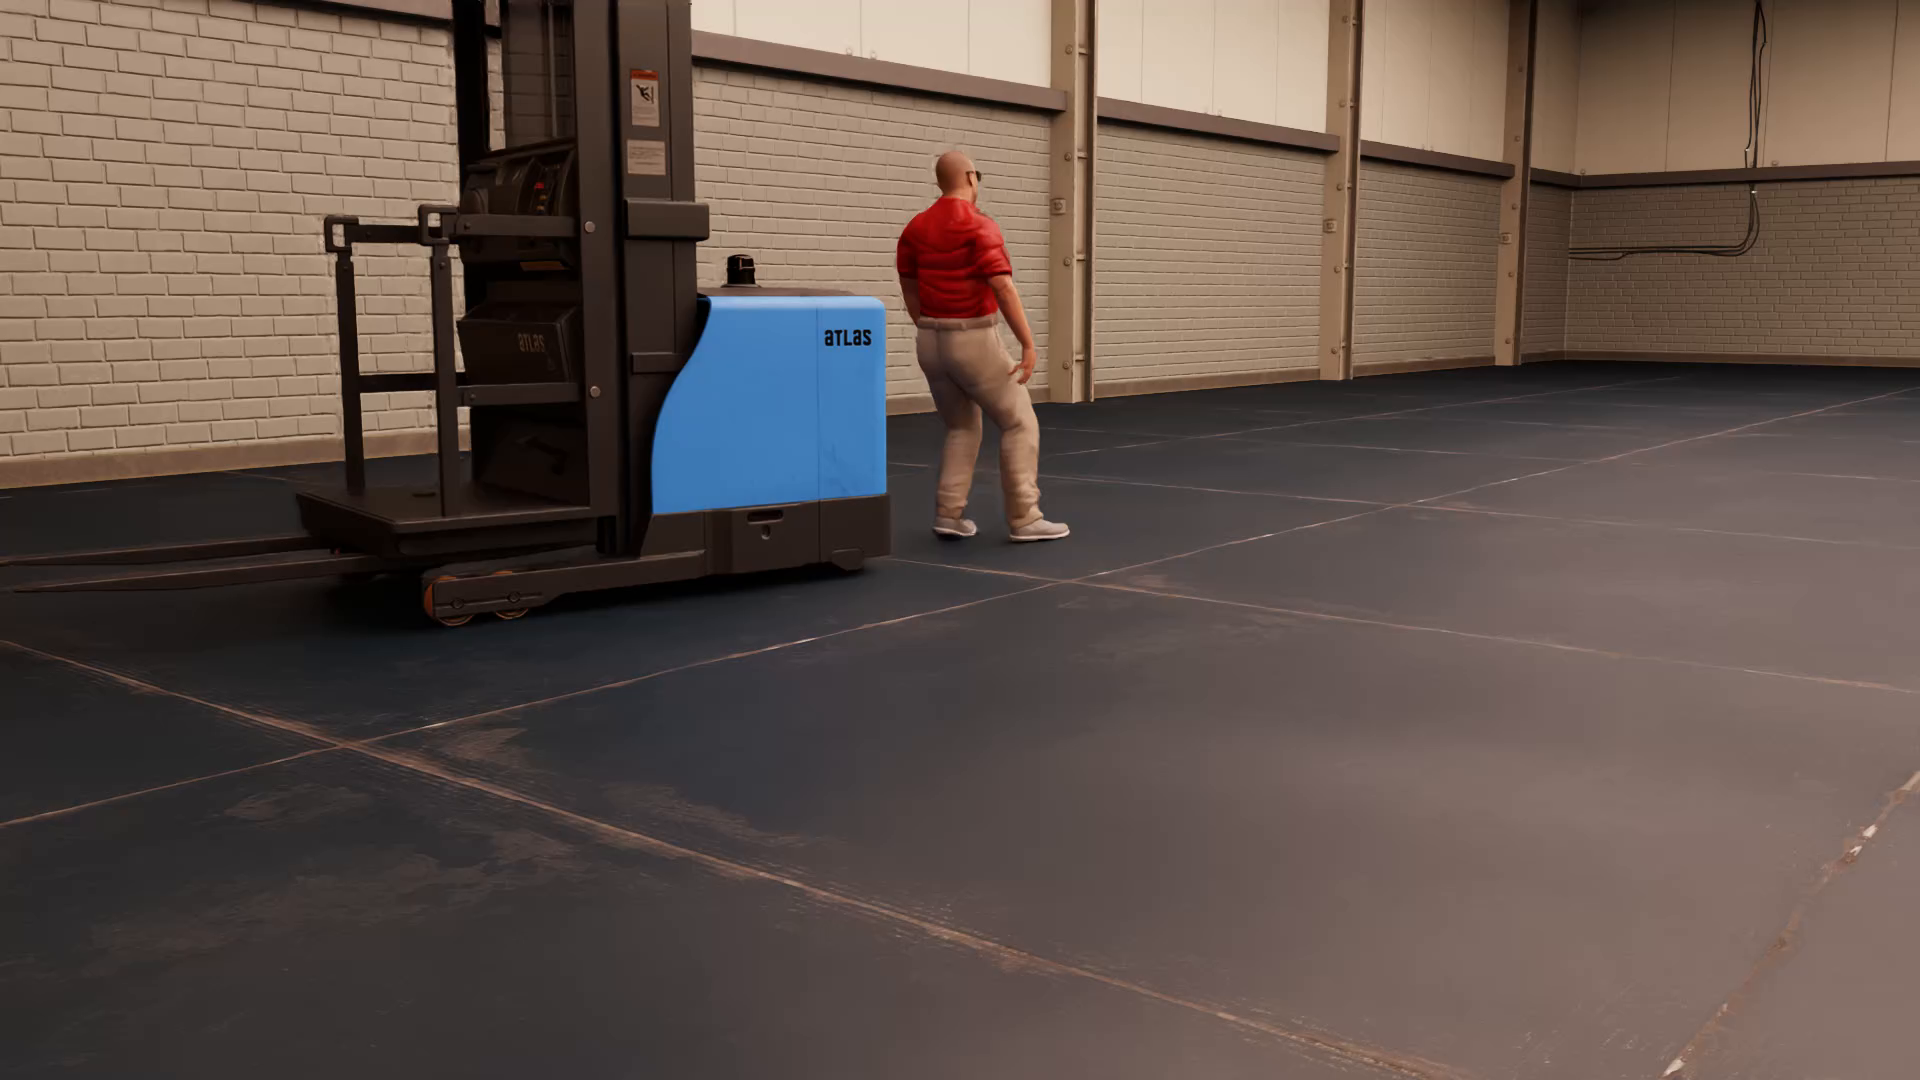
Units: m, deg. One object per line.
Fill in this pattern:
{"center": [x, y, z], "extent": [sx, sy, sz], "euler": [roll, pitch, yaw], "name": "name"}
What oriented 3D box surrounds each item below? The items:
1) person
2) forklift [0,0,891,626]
{"center": [0.102, -0.847, 7.398], "extent": [0.687, 1.711, 0.566], "euler": [8, 11, 43], "name": "person"}
{"center": [-1.754, -1.252, 5.841], "extent": [3.031, 2.935, 1.130], "euler": [-6, 10, -37], "name": "forklift"}
